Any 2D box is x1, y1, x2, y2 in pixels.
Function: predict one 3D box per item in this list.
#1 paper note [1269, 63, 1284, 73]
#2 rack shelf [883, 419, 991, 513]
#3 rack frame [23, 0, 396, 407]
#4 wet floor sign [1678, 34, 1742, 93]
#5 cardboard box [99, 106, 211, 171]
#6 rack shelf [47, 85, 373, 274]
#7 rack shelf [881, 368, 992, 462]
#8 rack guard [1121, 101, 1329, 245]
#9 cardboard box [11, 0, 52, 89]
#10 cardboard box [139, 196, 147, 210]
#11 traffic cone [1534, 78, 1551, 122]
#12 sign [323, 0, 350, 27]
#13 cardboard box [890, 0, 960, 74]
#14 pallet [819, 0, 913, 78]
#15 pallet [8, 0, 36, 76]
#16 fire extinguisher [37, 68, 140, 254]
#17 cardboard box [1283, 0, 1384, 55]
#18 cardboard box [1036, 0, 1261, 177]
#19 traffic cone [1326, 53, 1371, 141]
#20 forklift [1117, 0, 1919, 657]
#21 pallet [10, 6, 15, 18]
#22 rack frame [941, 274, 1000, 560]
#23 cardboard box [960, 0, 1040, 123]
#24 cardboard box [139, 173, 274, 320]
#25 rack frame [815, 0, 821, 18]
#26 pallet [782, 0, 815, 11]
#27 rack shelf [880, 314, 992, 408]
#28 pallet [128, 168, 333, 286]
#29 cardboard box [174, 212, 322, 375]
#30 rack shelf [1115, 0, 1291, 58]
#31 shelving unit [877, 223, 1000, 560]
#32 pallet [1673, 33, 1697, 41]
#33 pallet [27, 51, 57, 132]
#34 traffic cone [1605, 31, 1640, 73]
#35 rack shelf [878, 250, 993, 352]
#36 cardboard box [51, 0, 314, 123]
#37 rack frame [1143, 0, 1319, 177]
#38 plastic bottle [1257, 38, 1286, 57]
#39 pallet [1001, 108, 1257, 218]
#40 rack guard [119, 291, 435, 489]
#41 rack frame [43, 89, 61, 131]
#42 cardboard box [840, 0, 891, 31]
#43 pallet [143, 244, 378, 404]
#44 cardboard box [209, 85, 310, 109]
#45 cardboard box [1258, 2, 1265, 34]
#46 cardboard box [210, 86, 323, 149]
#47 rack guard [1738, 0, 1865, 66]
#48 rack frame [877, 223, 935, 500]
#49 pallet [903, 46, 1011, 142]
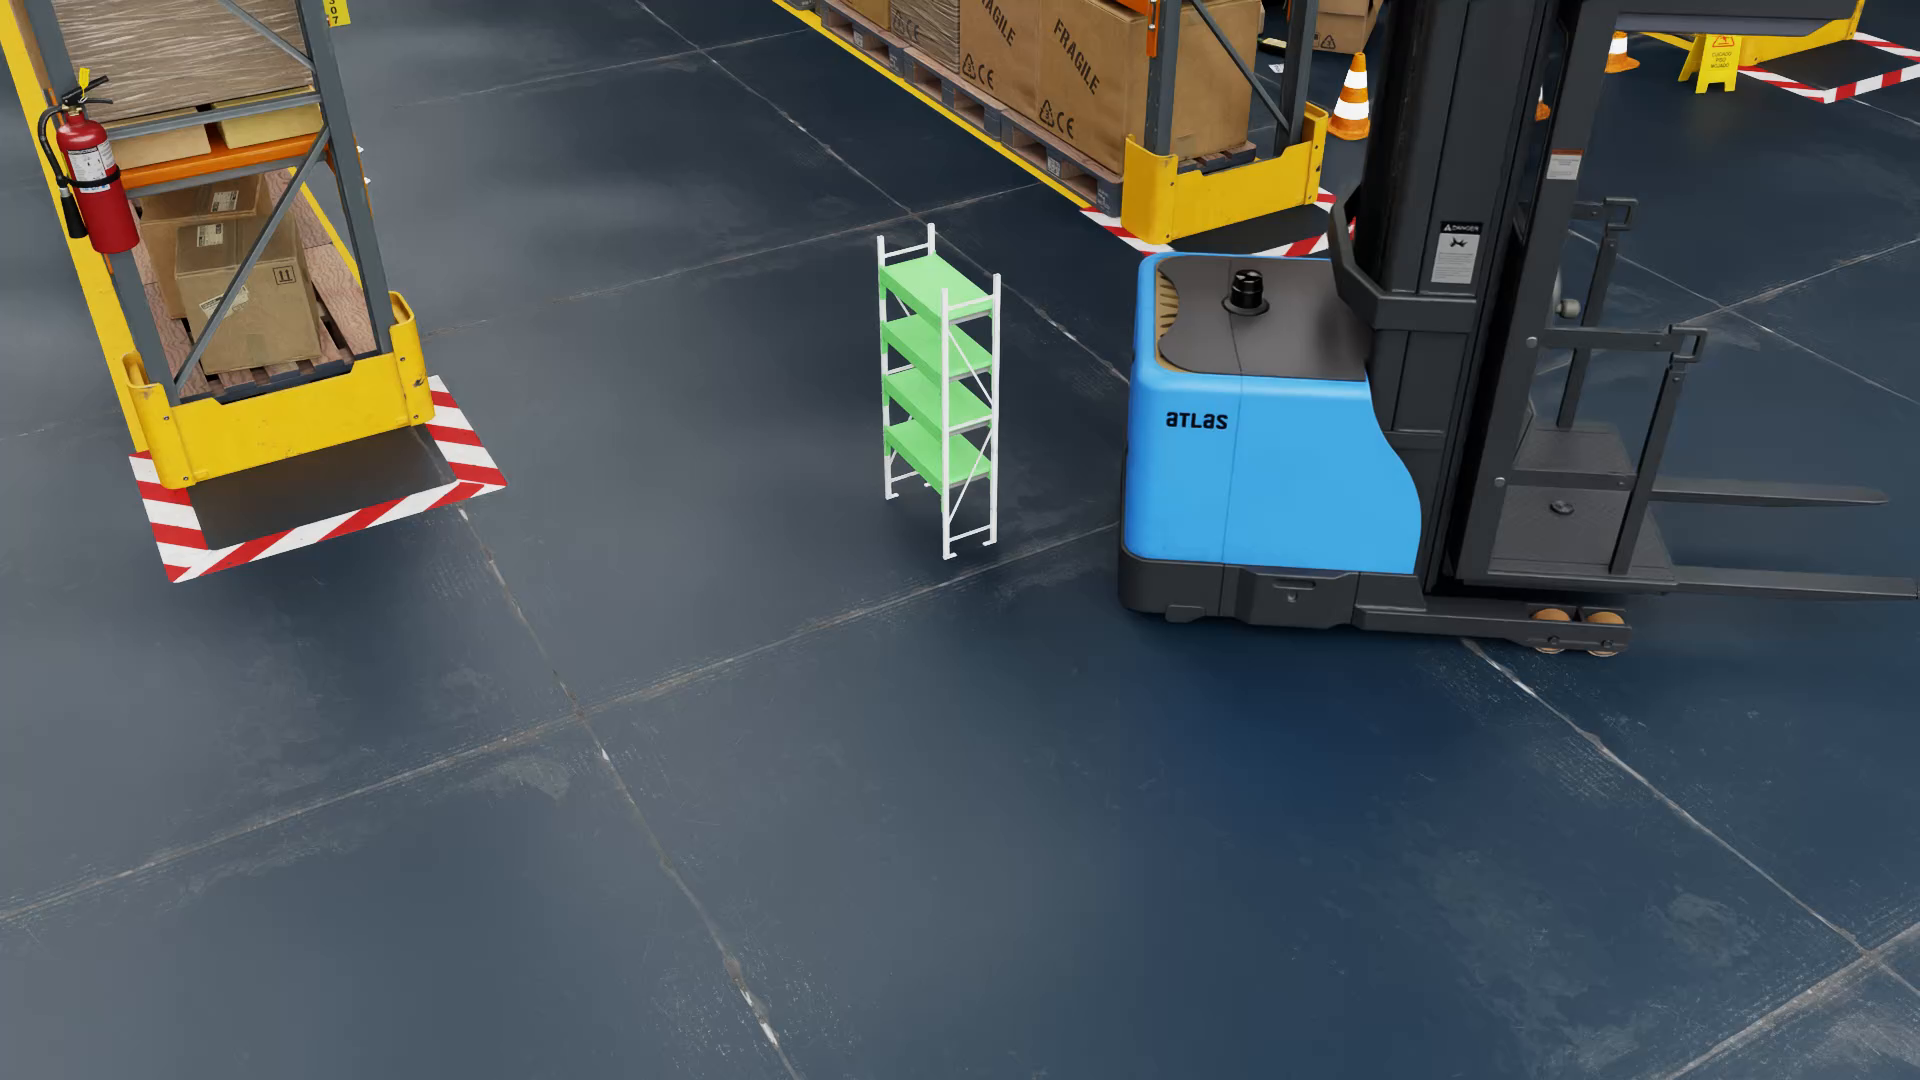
[{"bbox_3d":[2.137,-3.134,11.016,0.144,0.017,0.142,-6,37,-8],"label":"paper note"},{"bbox_3d":[-0.083,-0.324,6.691,0.258,0.148,0.480,-19,40,-24],"label":"rack shelf"},{"bbox_3d":[-2.904,-1.634,6.443,1.000,3.000,0.127,-19,40,-24],"label":"rack frame"},{"bbox_3d":[4.835,-3.205,10.592,0.267,0.644,0.232,-6,37,-8],"label":"wet floor sign"},{"bbox_3d":[-3.226,-1.616,6.633,0.380,0.149,0.250,-19,40,-24],"label":"cardboard box"},{"bbox_3d":[-3.909,-2.363,8.052,1.077,0.370,4.000,-19,40,-24],"label":"rack shelf"},{"bbox_3d":[-0.083,-0.517,6.549,0.258,0.148,0.480,-19,40,-24],"label":"rack shelf"},{"bbox_3d":[1.448,-2.030,9.106,1.175,0.500,0.348,-19,40,-24],"label":"rack guard"},{"bbox_3d":[-3.511,-2.302,7.022,0.875,0.500,0.500,-19,40,-24],"label":"cardboard box"},{"bbox_3d":[-3.831,-1.737,8.348,0.500,0.500,0.500,-15,39,-20],"label":"cardboard box"},{"bbox_3d":[3.544,-2.880,10.301,0.336,0.463,0.334,-19,40,-24],"label":"traffic cone"},{"bbox_3d":[-2.435,-2.144,6.408,0.100,0.325,0.005,-19,40,-24],"label":"sign"},{"bbox_3d":[0.137,-3.603,10.586,0.875,0.875,0.875,-19,40,-24],"label":"cardboard box"},{"bbox_3d":[-0.260,-3.555,11.438,1.003,0.211,1.213,-19,40,-24],"label":"pallet"},{"bbox_3d":[-5.923,-3.567,11.455,1.003,0.211,1.213,-19,40,-24],"label":"pallet"},{"bbox_3d":[-3.245,-1.407,6.199,0.296,0.674,0.183,-19,40,-24],"label":"fire extinguisher"},{"bbox_3d":[2.593,-3.708,11.400,0.637,0.503,0.797,12,38,16],"label":"cardboard box"},{"bbox_3d":[1.038,-2.690,9.335,0.875,0.875,0.875,-19,40,-24],"label":"cardboard box"},{"bbox_3d":[2.396,-2.719,10.080,0.336,0.463,0.334,-19,40,-24],"label":"traffic cone"},{"bbox_3d":[2.149,-1.082,5.747,3.031,2.935,1.130,3,36,4],"label":"forklift"},{"bbox_3d":[-6.532,-4.188,12.306,1.003,0.211,1.213,-19,40,-24],"label":"pallet"},{"bbox_3d":[0.039,-0.445,6.341,0.240,1.200,0.015,-19,40,-24],"label":"rack frame"},{"bbox_3d":[0.594,-3.138,9.948,0.875,0.875,0.875,-20,40,-25],"label":"cardboard box"},{"bbox_3d":[-3.533,-1.412,7.903,0.500,0.500,0.500,-9,37,-12],"label":"cardboard box"},{"bbox_3d":[-0.574,-5.092,11.178,1.000,3.000,0.127,-19,40,-24],"label":"rack frame"},{"bbox_3d":[-1.027,-4.337,12.509,1.003,0.211,1.213,-19,40,-24],"label":"pallet"},{"bbox_3d":[-0.083,-0.711,6.408,0.258,0.148,0.480,-19,40,-24],"label":"rack shelf"},{"bbox_3d":[-3.929,-1.593,8.751,1.003,0.211,1.213,-19,40,-24],"label":"pallet"},{"bbox_3d":[-3.203,-1.117,7.500,0.500,0.500,0.500,-12,38,-16],"label":"cardboard box"},{"bbox_3d":[0.431,-3.781,9.994,1.077,0.370,4.000,-19,40,-24],"label":"rack shelf"},{"bbox_3d":[-0.083,-0.569,6.512,0.258,1.200,0.503,-19,40,-24],"label":"shelving unit"},{"bbox_3d":[5.249,-3.908,11.921,1.003,0.211,1.213,-19,40,-24],"label":"pallet"},{"bbox_3d":[-5.306,-2.944,10.602,1.003,0.211,1.213,-19,40,-24],"label":"pallet"},{"bbox_3d":[4.333,-3.383,10.989,0.336,0.463,0.334,-19,40,-24],"label":"traffic cone"},{"bbox_3d":[-0.083,-0.905,6.266,0.258,0.148,0.480,-19,40,-24],"label":"rack shelf"},{"bbox_3d":[-3.156,-2.083,6.721,0.875,0.500,0.500,-19,40,-24],"label":"cardboard box"},{"bbox_3d":[1.435,-3.052,8.385,1.000,3.000,0.127,-19,40,-24],"label":"rack frame"},{"bbox_3d":[2.124,-3.352,11.288,0.283,0.061,0.133,26,44,31],"label":"plastic bottle"},{"bbox_3d":[0.966,-2.310,9.734,1.003,0.211,1.213,-19,40,-24],"label":"pallet"},{"bbox_3d":[-2.942,-0.663,7.234,1.175,0.500,0.348,-19,40,-24],"label":"rack guard"},{"bbox_3d":[-4.914,-3.673,9.236,1.000,3.000,0.127,-19,40,-24],"label":"rack frame"},{"bbox_3d":[-0.319,-4.062,11.213,0.875,0.875,0.875,-18,40,-23],"label":"cardboard box"},{"bbox_3d":[-3.320,-0.971,7.901,1.003,0.211,1.213,-19,40,-24],"label":"pallet"},{"bbox_3d":[-2.950,-1.881,6.996,0.380,0.149,0.250,-19,40,-24],"label":"cardboard box"},{"bbox_3d":[1.882,-3.657,11.532,0.396,0.266,0.258,-12,38,-16],"label":"cardboard box"},{"bbox_3d":[-2.841,-1.748,6.813,0.380,0.149,0.250,-19,40,-24],"label":"cardboard box"},{"bbox_3d":[5.626,-3.599,11.254,1.175,0.500,0.348,-19,40,-24],"label":"rack guard"},{"bbox_3d":[-0.206,-0.693,6.682,0.240,1.200,0.015,-19,40,-24],"label":"rack frame"},{"bbox_3d":[0.357,-2.932,10.585,1.003,0.211,1.213,-19,40,-24],"label":"pallet"}]
